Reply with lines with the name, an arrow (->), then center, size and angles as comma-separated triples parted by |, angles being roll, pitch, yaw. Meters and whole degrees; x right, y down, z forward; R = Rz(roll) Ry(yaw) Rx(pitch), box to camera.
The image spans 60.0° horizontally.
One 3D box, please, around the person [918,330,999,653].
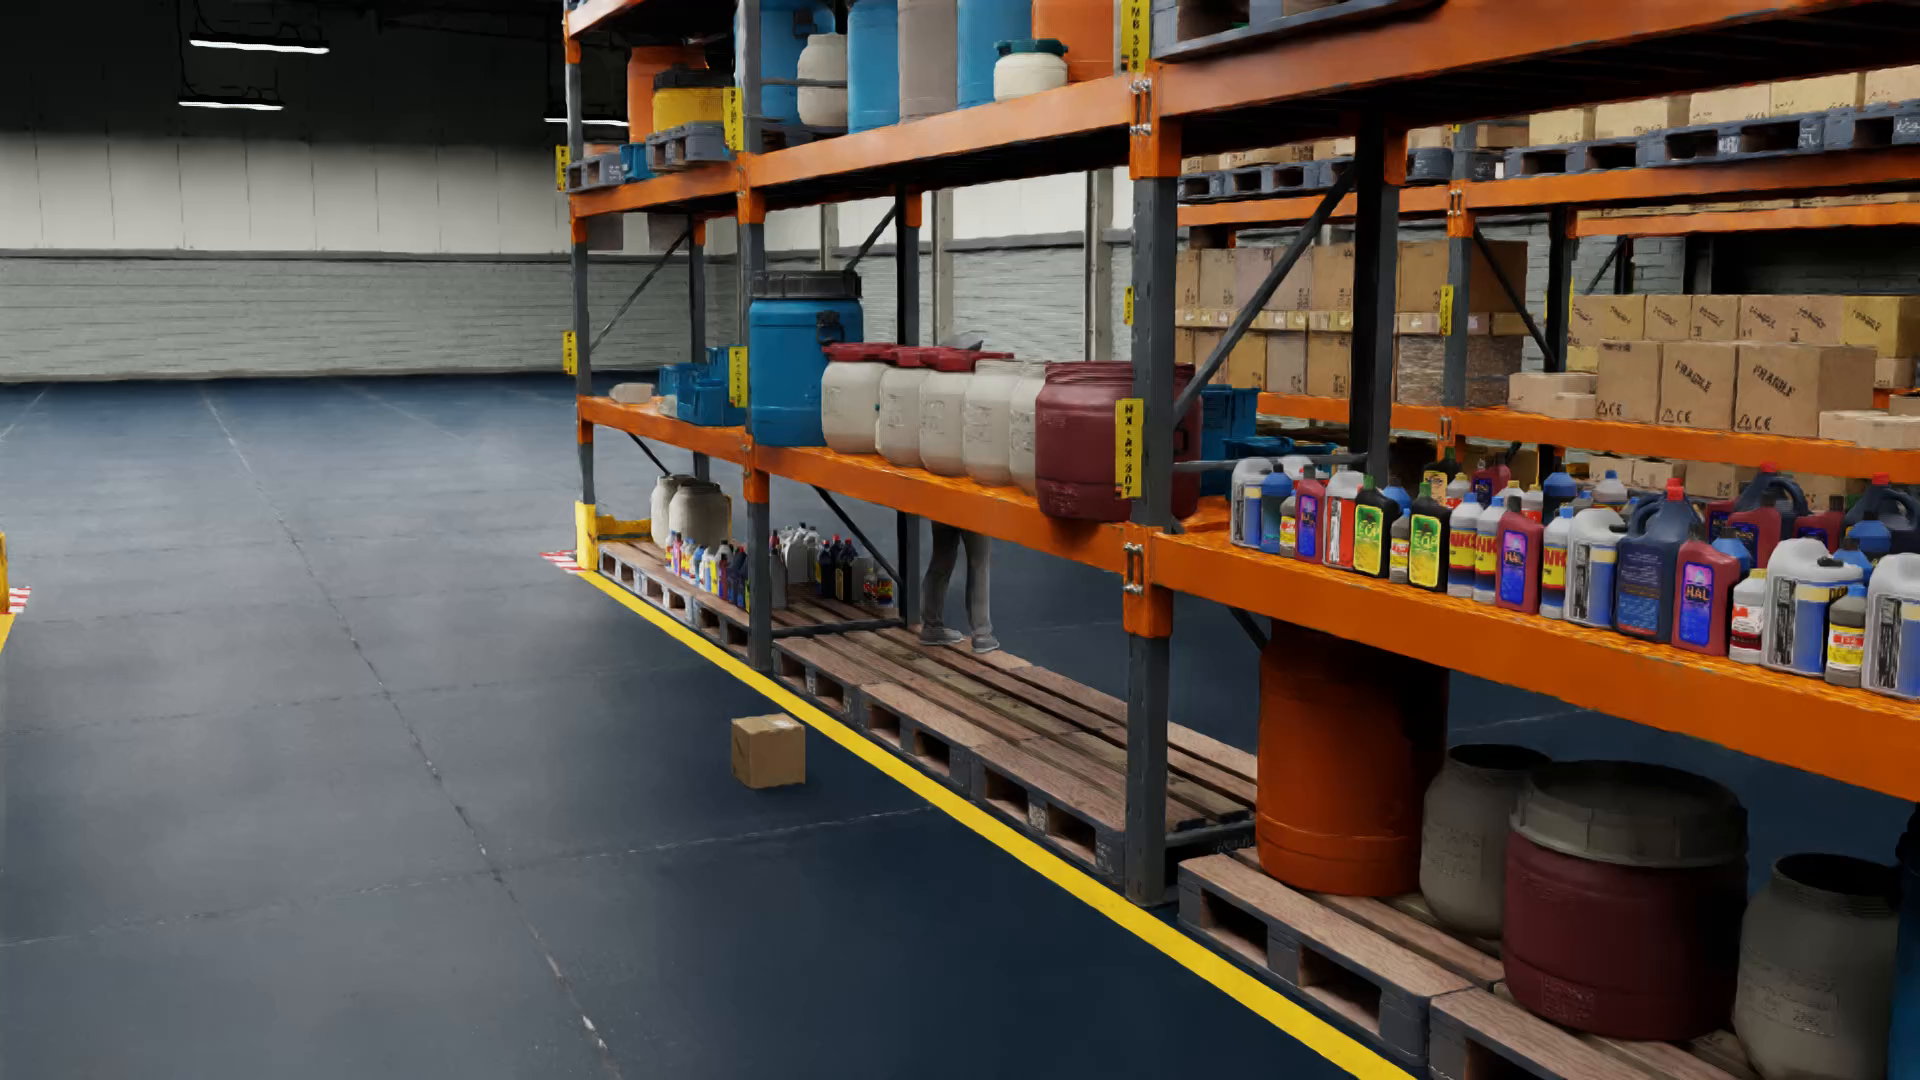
person -> 0.014, -0.253, 8.756 | 0.362, 1.689, 0.491 | -7, 11, -38
